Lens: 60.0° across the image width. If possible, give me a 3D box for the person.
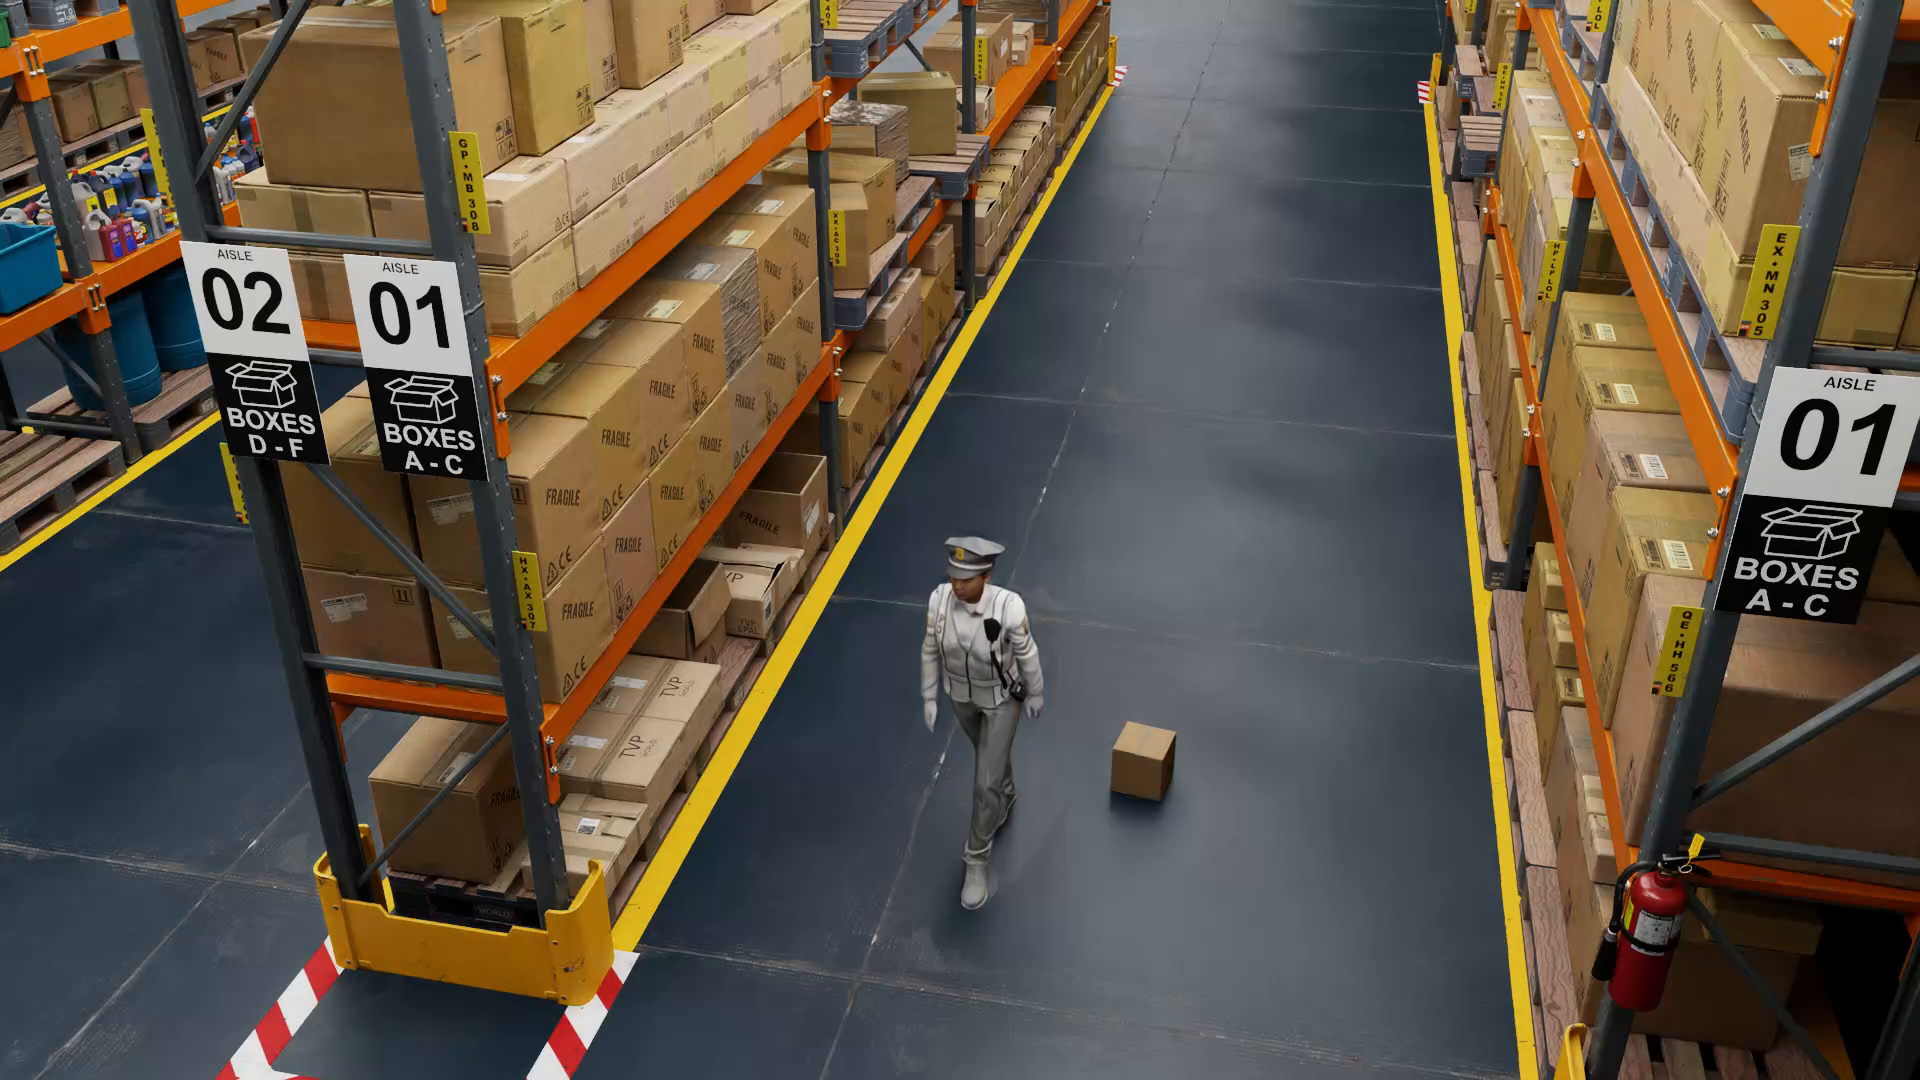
[{"bbox_3d":[0.070,0.703,7.330,0.513,1.672,0.795,14,32,23],"label":"person"}]
